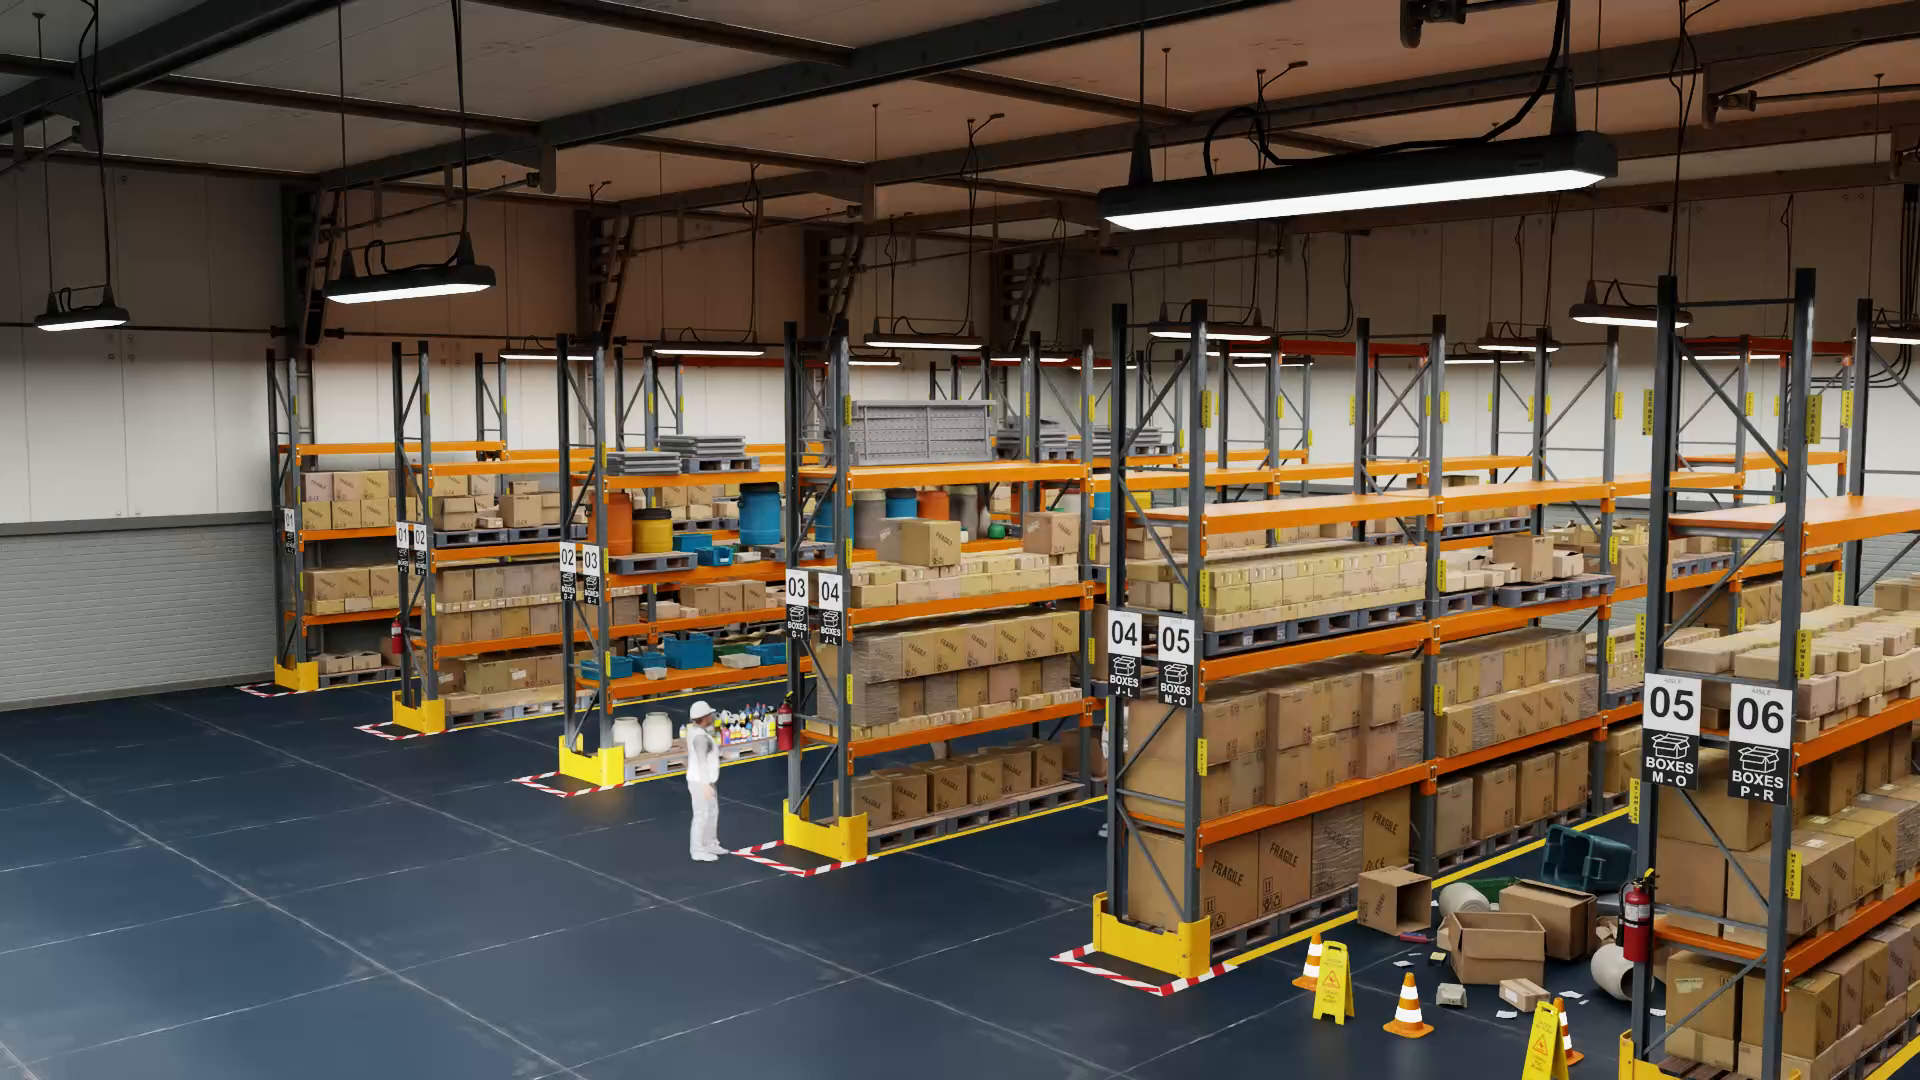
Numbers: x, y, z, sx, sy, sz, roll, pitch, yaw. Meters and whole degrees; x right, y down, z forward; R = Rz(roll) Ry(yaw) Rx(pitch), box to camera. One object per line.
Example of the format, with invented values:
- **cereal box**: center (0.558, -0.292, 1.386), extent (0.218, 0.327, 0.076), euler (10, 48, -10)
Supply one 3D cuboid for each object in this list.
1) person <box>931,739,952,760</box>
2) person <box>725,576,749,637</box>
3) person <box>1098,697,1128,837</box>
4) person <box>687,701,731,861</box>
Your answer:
- **person**: center (-0.299, 2.359, 22.580), extent (0.394, 1.754, 0.578), euler (4, 6, 38)
- **person**: center (-4.282, 1.501, 32.118), extent (0.508, 1.775, 0.619), euler (3, 6, 33)
- **person**: center (1.858, 2.578, 19.594), extent (0.423, 1.780, 0.575), euler (1, 5, 16)
- **person**: center (-2.820, 2.695, 18.544), extent (0.457, 1.810, 0.596), euler (0, 5, -2)
